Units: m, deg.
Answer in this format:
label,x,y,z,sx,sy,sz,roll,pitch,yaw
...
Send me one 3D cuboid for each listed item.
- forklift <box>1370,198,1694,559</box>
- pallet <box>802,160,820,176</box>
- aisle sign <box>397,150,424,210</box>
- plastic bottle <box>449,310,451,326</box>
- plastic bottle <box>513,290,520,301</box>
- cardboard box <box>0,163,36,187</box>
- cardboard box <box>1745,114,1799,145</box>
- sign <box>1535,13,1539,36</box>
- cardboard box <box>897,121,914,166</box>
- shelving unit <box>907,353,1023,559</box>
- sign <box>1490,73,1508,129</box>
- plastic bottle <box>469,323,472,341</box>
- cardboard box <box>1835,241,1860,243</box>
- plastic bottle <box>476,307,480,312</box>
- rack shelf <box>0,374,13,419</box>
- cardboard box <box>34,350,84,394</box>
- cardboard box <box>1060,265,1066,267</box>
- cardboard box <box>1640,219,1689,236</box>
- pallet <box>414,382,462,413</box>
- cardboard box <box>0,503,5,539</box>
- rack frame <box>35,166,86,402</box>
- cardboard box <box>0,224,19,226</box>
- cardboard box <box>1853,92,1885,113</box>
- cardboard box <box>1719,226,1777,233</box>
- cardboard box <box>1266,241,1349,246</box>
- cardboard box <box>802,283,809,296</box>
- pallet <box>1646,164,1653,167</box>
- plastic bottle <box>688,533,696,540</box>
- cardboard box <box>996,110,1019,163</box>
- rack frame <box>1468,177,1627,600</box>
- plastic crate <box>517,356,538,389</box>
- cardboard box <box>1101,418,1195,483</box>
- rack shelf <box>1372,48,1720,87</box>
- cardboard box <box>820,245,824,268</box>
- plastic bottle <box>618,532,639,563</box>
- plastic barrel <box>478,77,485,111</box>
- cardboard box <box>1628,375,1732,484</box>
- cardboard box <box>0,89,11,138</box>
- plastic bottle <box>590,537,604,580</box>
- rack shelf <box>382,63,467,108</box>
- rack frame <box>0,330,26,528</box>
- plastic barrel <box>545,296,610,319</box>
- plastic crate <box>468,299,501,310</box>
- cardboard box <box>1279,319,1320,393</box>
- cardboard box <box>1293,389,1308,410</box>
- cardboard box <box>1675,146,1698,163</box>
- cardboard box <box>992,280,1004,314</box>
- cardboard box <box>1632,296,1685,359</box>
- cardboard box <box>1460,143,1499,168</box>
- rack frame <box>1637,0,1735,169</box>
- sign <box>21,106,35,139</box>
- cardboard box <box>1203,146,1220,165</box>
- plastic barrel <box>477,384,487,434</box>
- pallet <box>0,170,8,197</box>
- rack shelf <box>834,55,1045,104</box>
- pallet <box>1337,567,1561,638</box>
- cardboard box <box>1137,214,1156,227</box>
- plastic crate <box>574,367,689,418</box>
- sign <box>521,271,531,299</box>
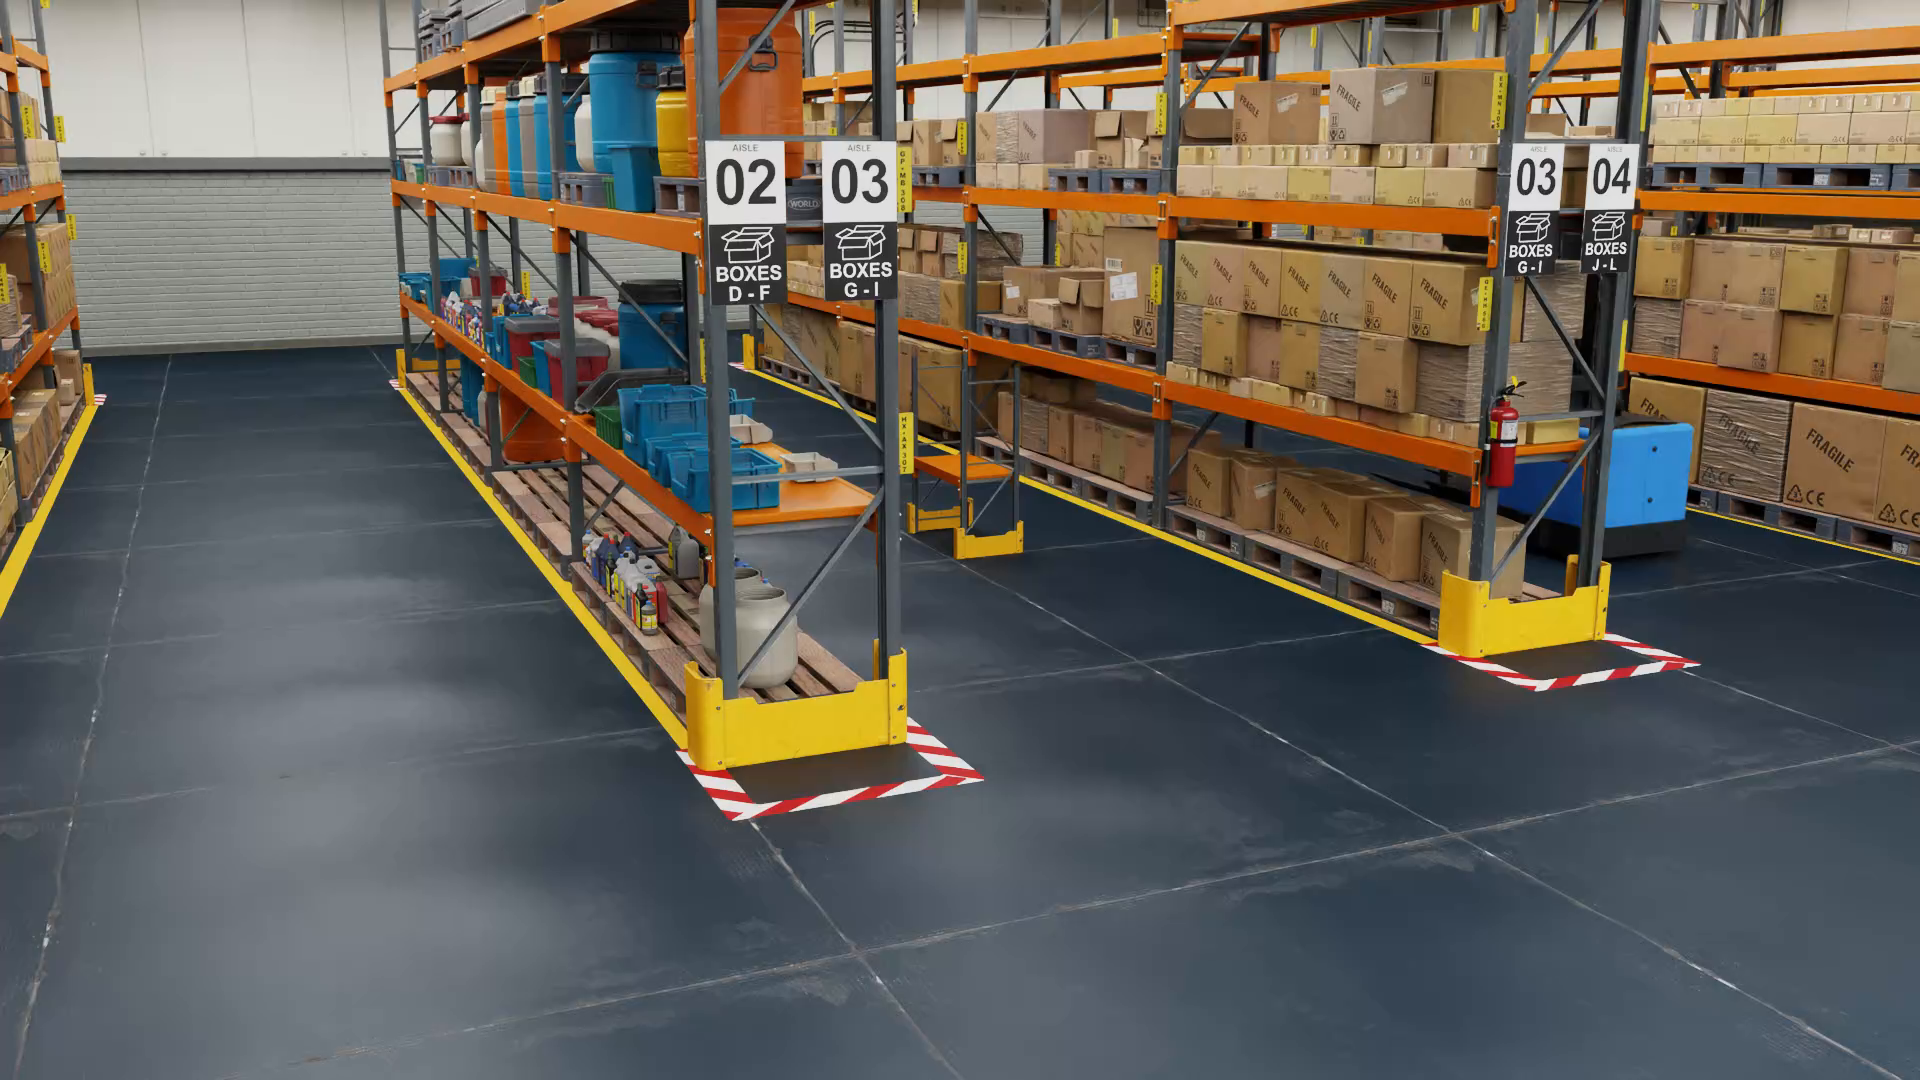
label,x,y,z,sx,sy,sz,roll,pitch,yaw
forklift,4.748,-1.559,14.105,1.130,2.935,3.031,-5,14,-22
pallet,-1.872,-5.095,22.776,1.003,0.211,1.213,-6,14,-23
aisle sign,-7.510,-4.889,22.575,0.394,0.787,0.004,-6,14,-23
plastic bottle,-5.564,-2.459,18.282,0.097,0.201,0.097,0,13,0
plastic bottle,-4.939,-2.624,18.662,0.144,0.351,0.185,-6,14,-23
cardboard box,-10.115,-3.872,17.629,0.500,0.250,0.500,-6,14,-23
cardboard box,7.066,-3.481,14.127,0.500,0.250,0.500,-6,14,-24
sign,8.504,-7.618,24.582,0.100,0.325,0.005,-6,14,-23
cardboard box,-0.304,-4.565,19.130,0.797,0.503,0.637,-6,14,-24
shelving unit,0.031,-0.715,13.633,0.587,1.500,1.083,-6,14,-23
sign,3.221,-2.623,9.934,0.100,0.325,0.005,-6,14,-23
plastic bottle,-4.914,-2.124,16.833,0.097,0.201,0.097,0,13,0
cardboard box,10.420,-3.180,19.144,0.500,0.500,0.500,-5,14,-21
plastic bottle,-5.075,-2.322,17.537,0.097,0.271,0.097,0,13,0
rack shelf,-7.744,-0.771,12.145,1.077,0.370,4.000,-6,14,-23
cardboard box,-11.306,-2.094,20.833,0.500,0.500,0.500,-6,14,-23
cardboard box,1.743,-4.290,26.310,0.380,0.149,0.250,-6,14,-23
cardboard box,9.167,-3.943,21.815,0.500,0.500,0.500,-6,14,-24
pallet,-6.430,-1.850,21.396,1.003,0.211,1.213,-6,14,-23
cardboard box,-7.702,-0.103,12.829,0.500,0.250,0.500,-5,14,-22
rack frame,-11.749,-3.188,20.990,1.000,3.000,0.127,-6,14,-23
cardboard box,-11.813,-3.608,20.367,0.500,0.500,0.500,-5,14,-21
cardboard box,7.368,-3.486,13.261,0.380,0.149,0.250,-6,14,-24
cardboard box,12.547,-4.733,26.513,0.700,0.500,0.500,-5,14,-22
cardboard box,2.770,-2.112,13.243,0.500,0.500,0.500,-6,14,-23
cardboard box,-1.904,-3.379,22.374,0.380,0.149,0.250,-5,14,-22
pallet,9.307,-4.822,21.816,1.213,0.211,1.003,-5,14,-20
plastic bottle,-1.880,0.028,11.995,0.144,0.351,0.185,-6,14,-24
cardboard box,0.686,-3.957,16.332,0.500,0.500,0.500,-6,14,-23
rack frame,3.738,-0.776,10.570,1.000,3.000,0.127,-6,14,-23
plastic crate,-3.359,-1.386,13.677,0.450,0.188,0.662,-6,14,-23
cardboard box,1.736,-0.828,15.363,0.700,0.500,0.500,-6,14,-23
rack shelf,5.920,-4.820,17.222,1.077,0.370,4.000,-6,14,-23
cardboard box,-1.498,-3.763,21.487,0.500,0.500,0.500,-5,14,-21
plastic bottle,-2.327,0.112,11.631,0.144,0.351,0.185,-6,14,-23
plastic barrel,-4.783,-4.379,17.444,0.600,0.901,0.708,-6,14,-23
cardboard box,6.909,-1.063,15.590,0.875,0.875,0.875,-5,14,-22
cardboard box,-10.377,-4.455,17.377,0.700,0.500,0.500,-6,14,-23
plastic bottle,-2.522,0.127,11.732,0.152,0.276,0.135,-5,14,-21
rack shelf,-6.408,-5.599,20.585,1.077,0.370,4.000,-6,14,-23
rack frame,-8.545,-1.535,13.849,1.000,3.000,0.127,-6,14,-23
plastic barrel,-3.541,-1.979,15.468,0.600,0.536,0.708,-6,14,-23
plastic crate,-5.663,-2.818,19.844,0.396,0.136,0.243,-6,14,-23
cardboard box,2.882,-1.390,12.341,0.875,0.500,0.500,-6,14,-23
cardboard box,2.701,-1.052,12.321,0.380,0.149,0.250,-6,14,-23
cardboard box,6.661,-3.463,14.930,0.380,0.149,0.250,-6,14,-23
cardboard box,0.588,-2.603,18.241,0.500,0.500,0.500,-5,14,-21
cardboard box,6.880,-2.027,15.645,0.875,0.550,0.550,-6,14,-23
cardboard box,3.341,-2.388,10.330,0.380,0.149,0.250,-6,14,-23
rack frame,6.721,-4.952,15.310,1.000,3.000,0.127,-6,14,-23
sign,-9.640,-4.317,17.199,0.100,0.325,0.005,-6,14,-23
cardboard box,2.153,-3.041,13.153,0.380,0.149,0.250,-6,14,-26
plastic barrel,-4.977,-1.415,17.919,0.421,0.512,0.421,0,13,0
pallet,-8.191,-2.772,12.961,1.213,0.211,1.003,-5,14,-20
rack shelf,-0.268,-5.219,18.947,1.077,0.370,4.000,-6,14,-23
pallet,3.415,0.396,11.692,1.003,0.211,1.213,-6,14,-23
cardboard box,2.868,-4.542,23.744,0.500,0.500,0.500,-6,14,-25
plastic crate,-2.309,-1.005,11.698,0.767,0.338,0.504,-6,14,-23
sign,-5.102,-2.992,19.531,0.100,0.325,0.005,-6,14,-23
